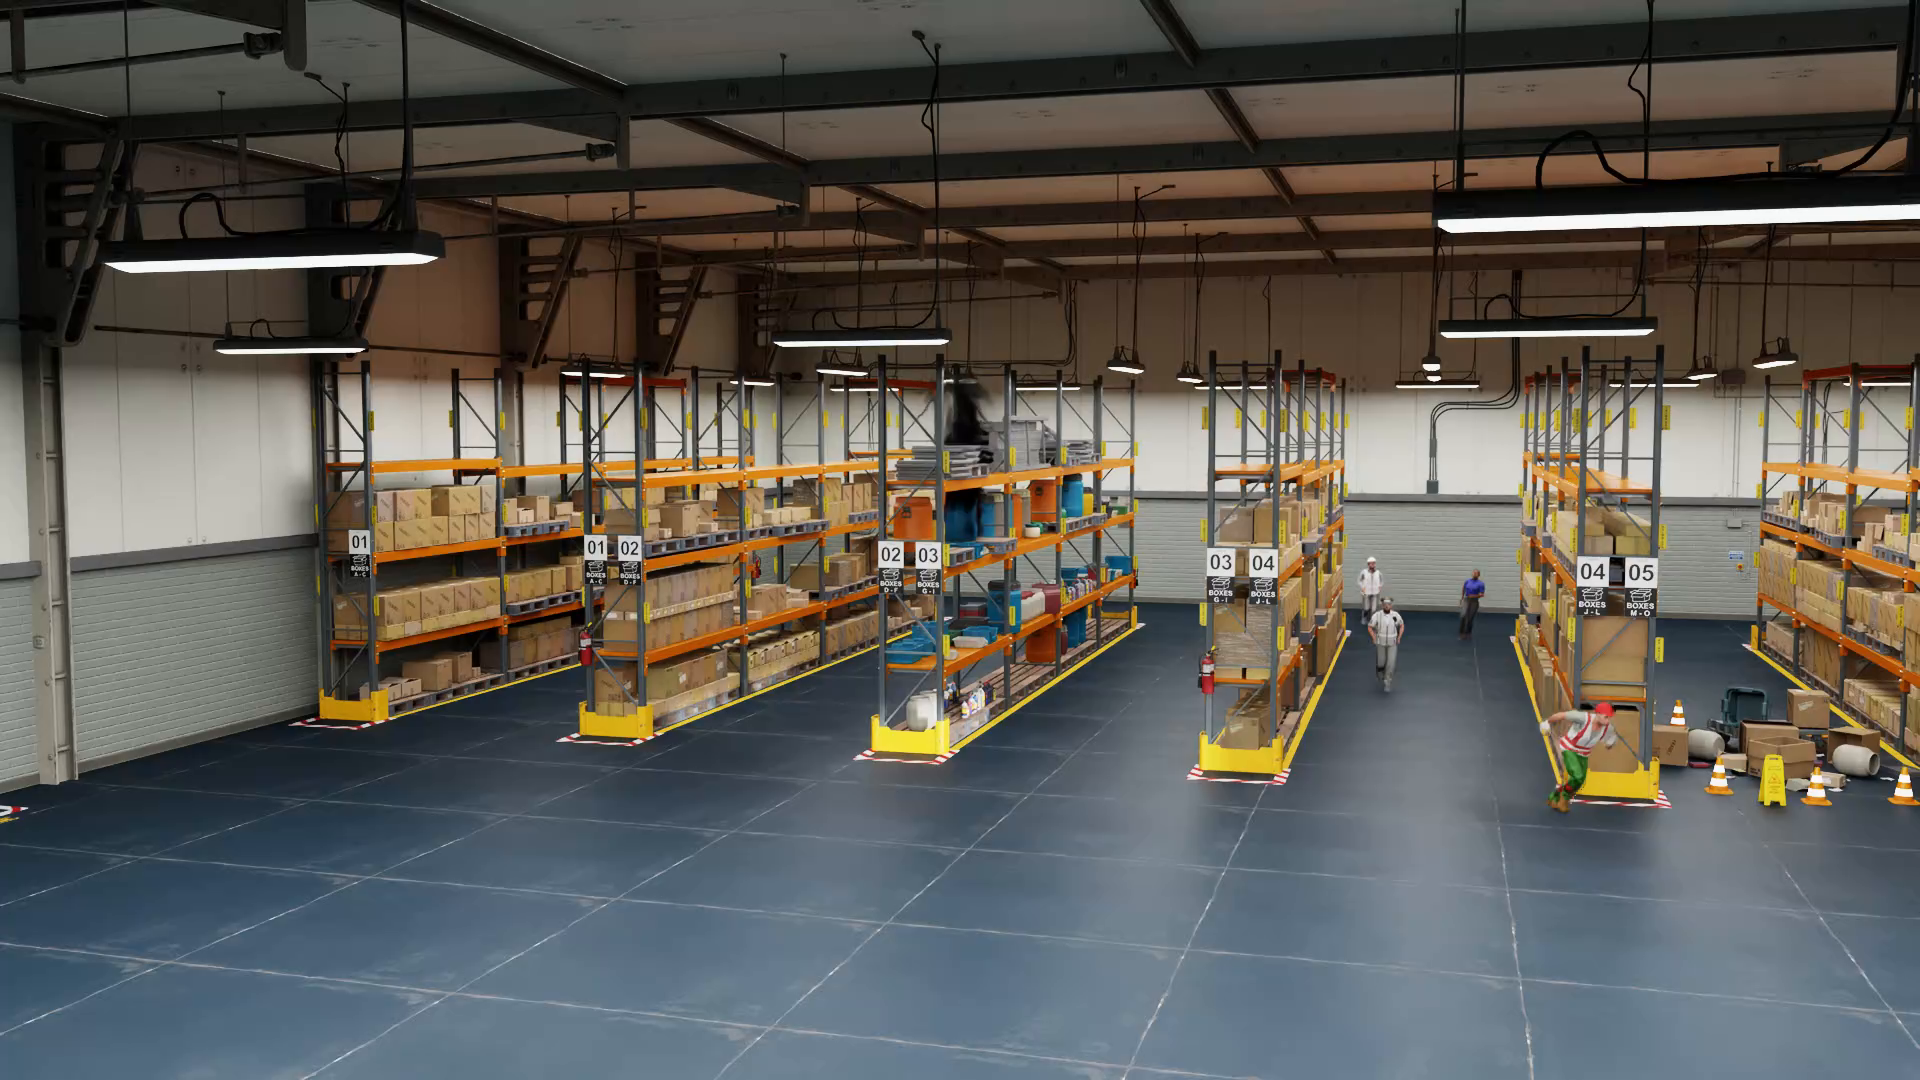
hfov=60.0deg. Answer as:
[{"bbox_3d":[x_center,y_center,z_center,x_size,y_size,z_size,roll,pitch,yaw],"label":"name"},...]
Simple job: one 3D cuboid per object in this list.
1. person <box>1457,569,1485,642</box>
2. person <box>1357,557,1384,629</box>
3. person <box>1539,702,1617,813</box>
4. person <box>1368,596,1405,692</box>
[{"bbox_3d":[11.627,1.482,37.802,0.576,1.650,0.736,2,5,30],"label":"person"},{"bbox_3d":[9.882,1.281,39.992,0.641,1.728,0.577,0,4,3],"label":"person"},{"bbox_3d":[7.876,2.744,21.113,0.682,1.476,1.025,-1,4,-17],"label":"person"},{"bbox_3d":[7.973,1.925,31.095,0.674,1.768,0.733,1,4,9],"label":"person"}]
